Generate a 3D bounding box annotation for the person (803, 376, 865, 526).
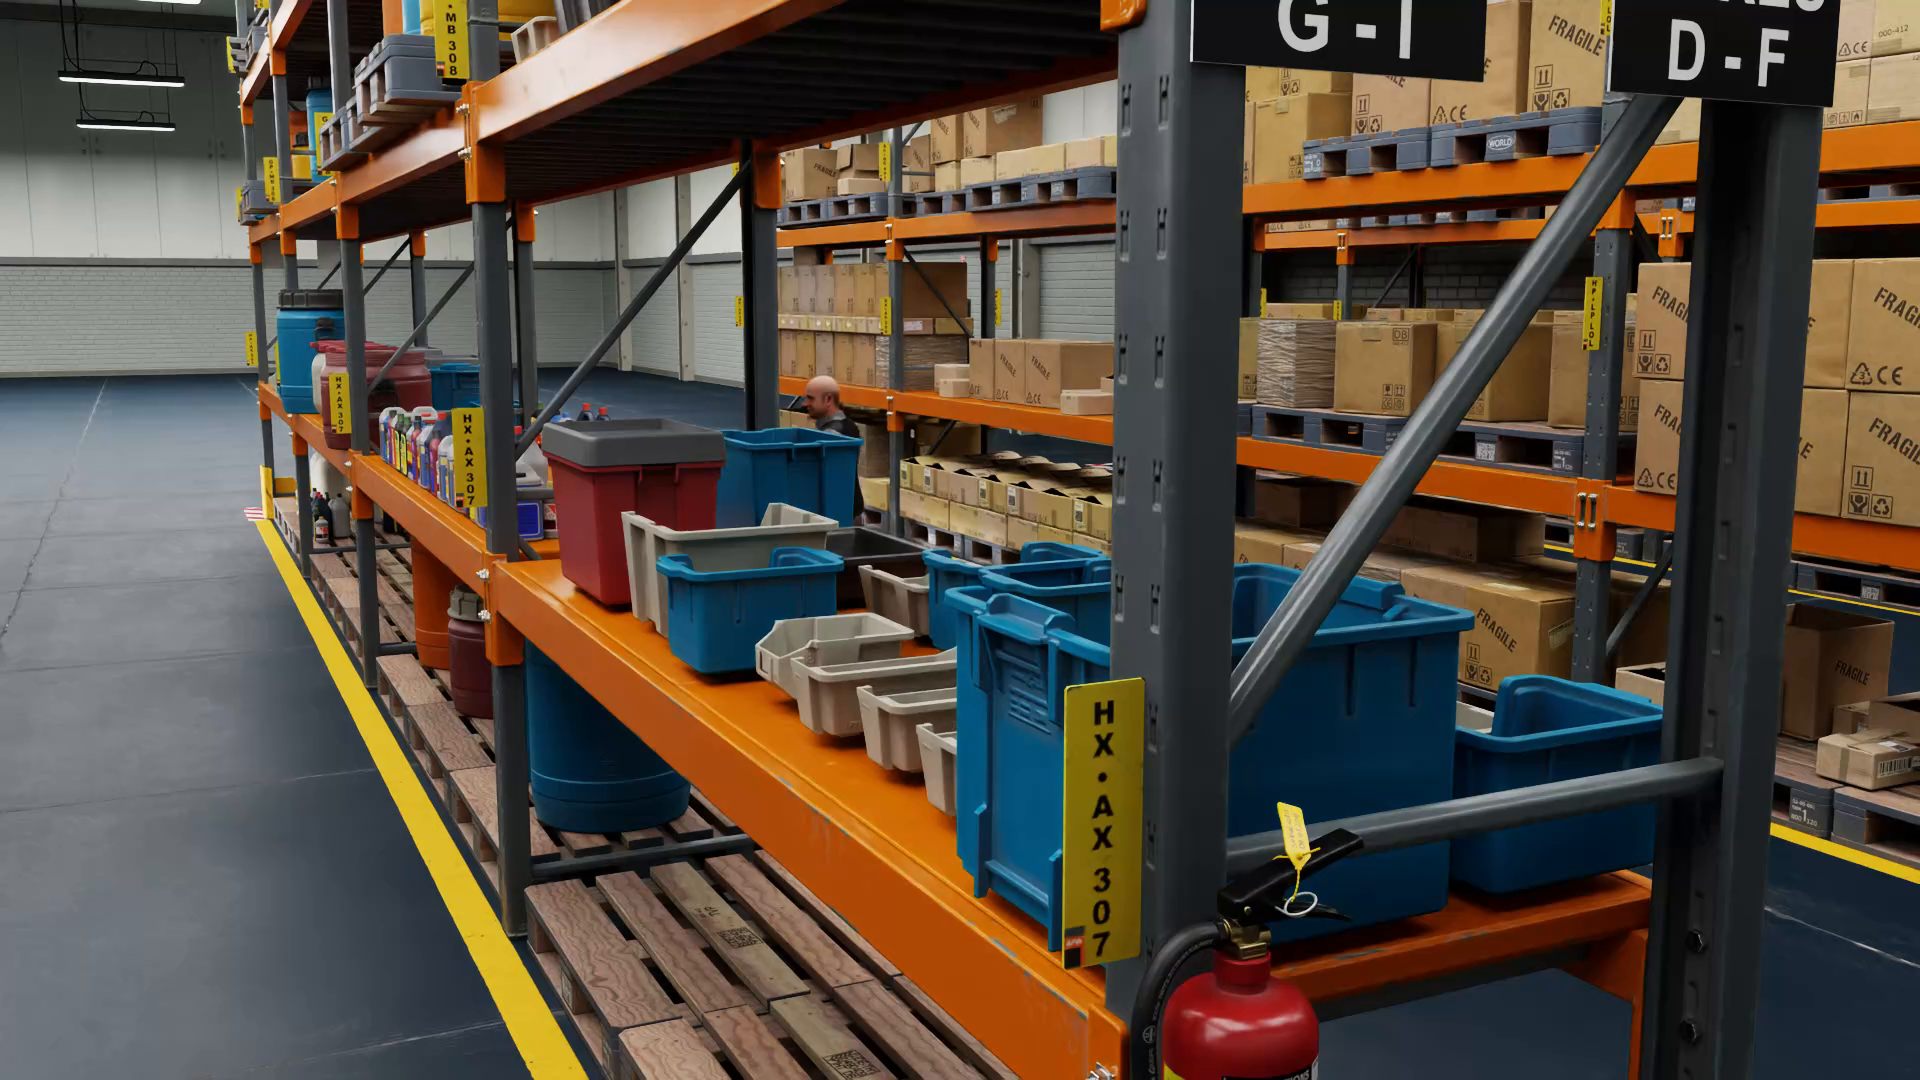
[{"bbox_3d":[-0.708,-0.098,9.615,0.872,1.706,0.599,2,9,13],"label":"person"}]
